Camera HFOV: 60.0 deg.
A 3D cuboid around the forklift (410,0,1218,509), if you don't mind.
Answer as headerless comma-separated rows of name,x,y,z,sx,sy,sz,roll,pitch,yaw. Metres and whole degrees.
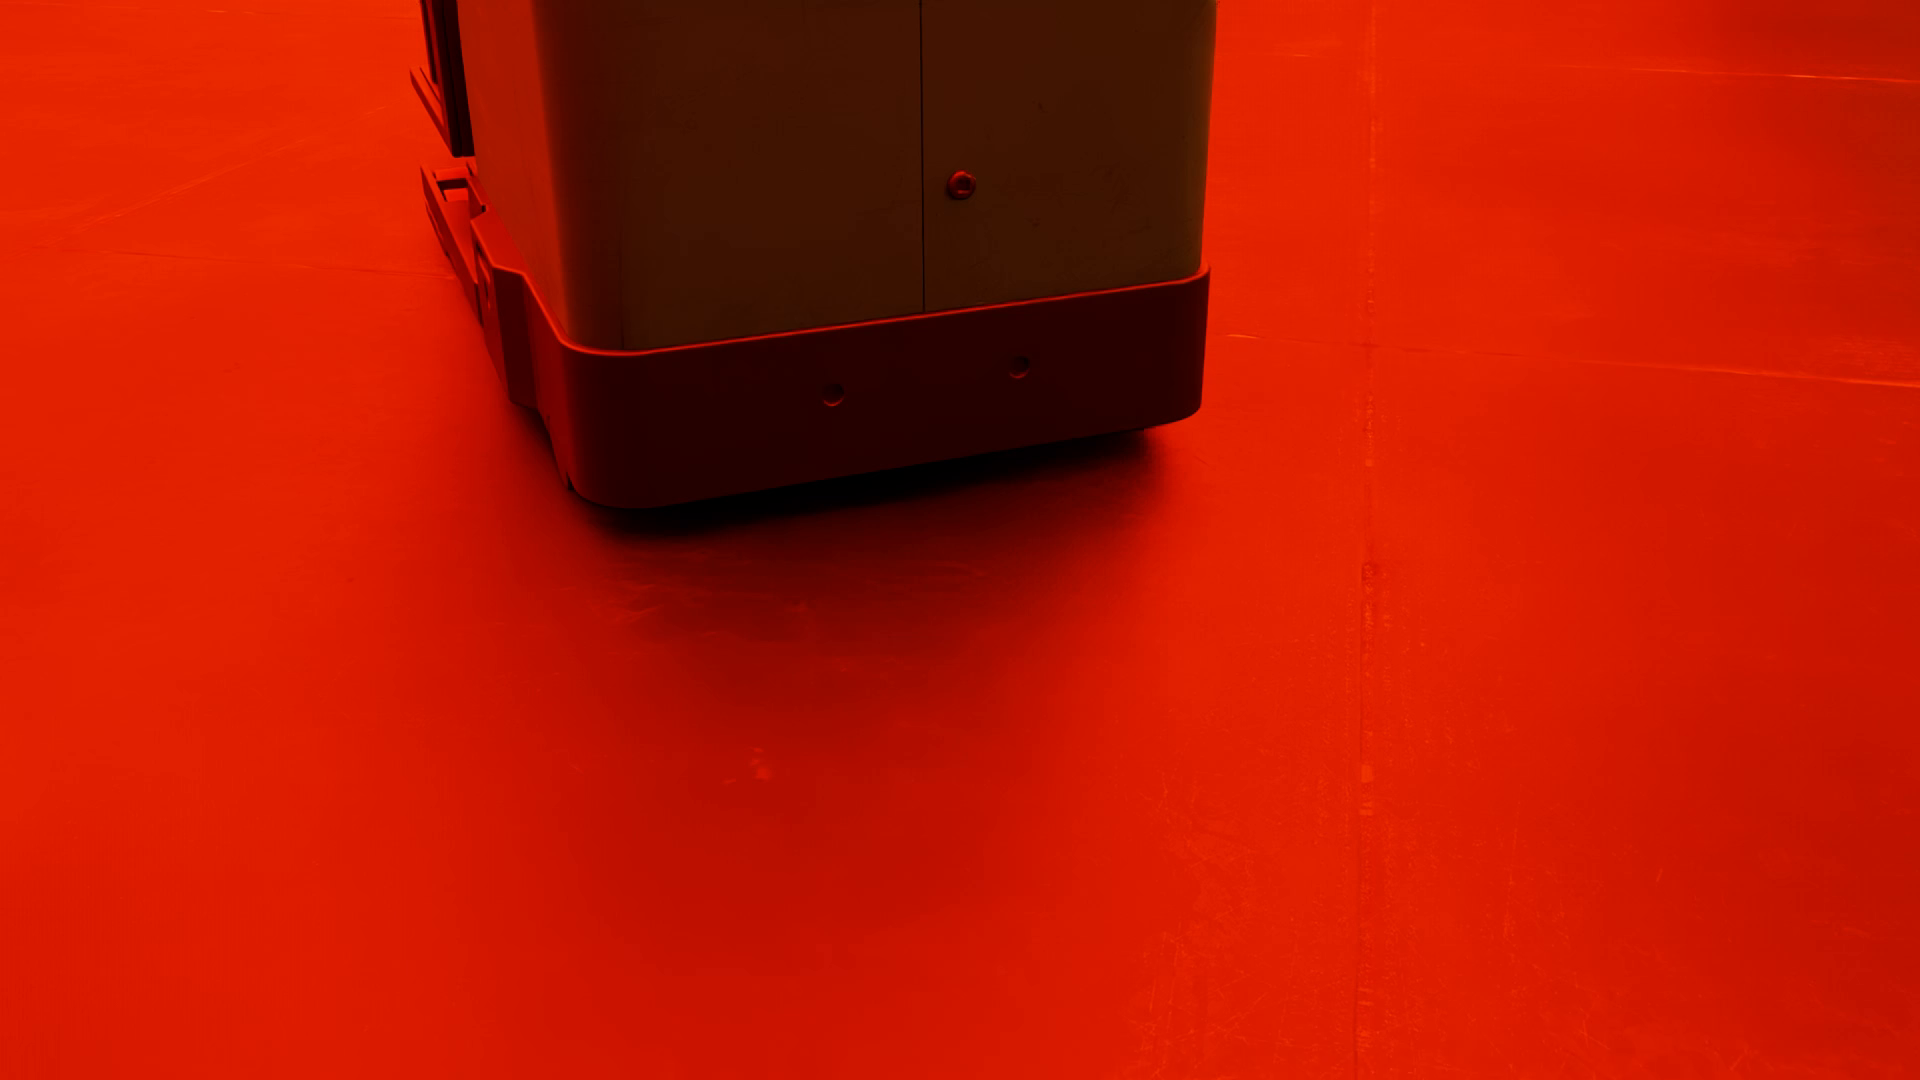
forklift,-0.615,-1.996,3.201,1.130,2.935,3.031,-10,29,-20
